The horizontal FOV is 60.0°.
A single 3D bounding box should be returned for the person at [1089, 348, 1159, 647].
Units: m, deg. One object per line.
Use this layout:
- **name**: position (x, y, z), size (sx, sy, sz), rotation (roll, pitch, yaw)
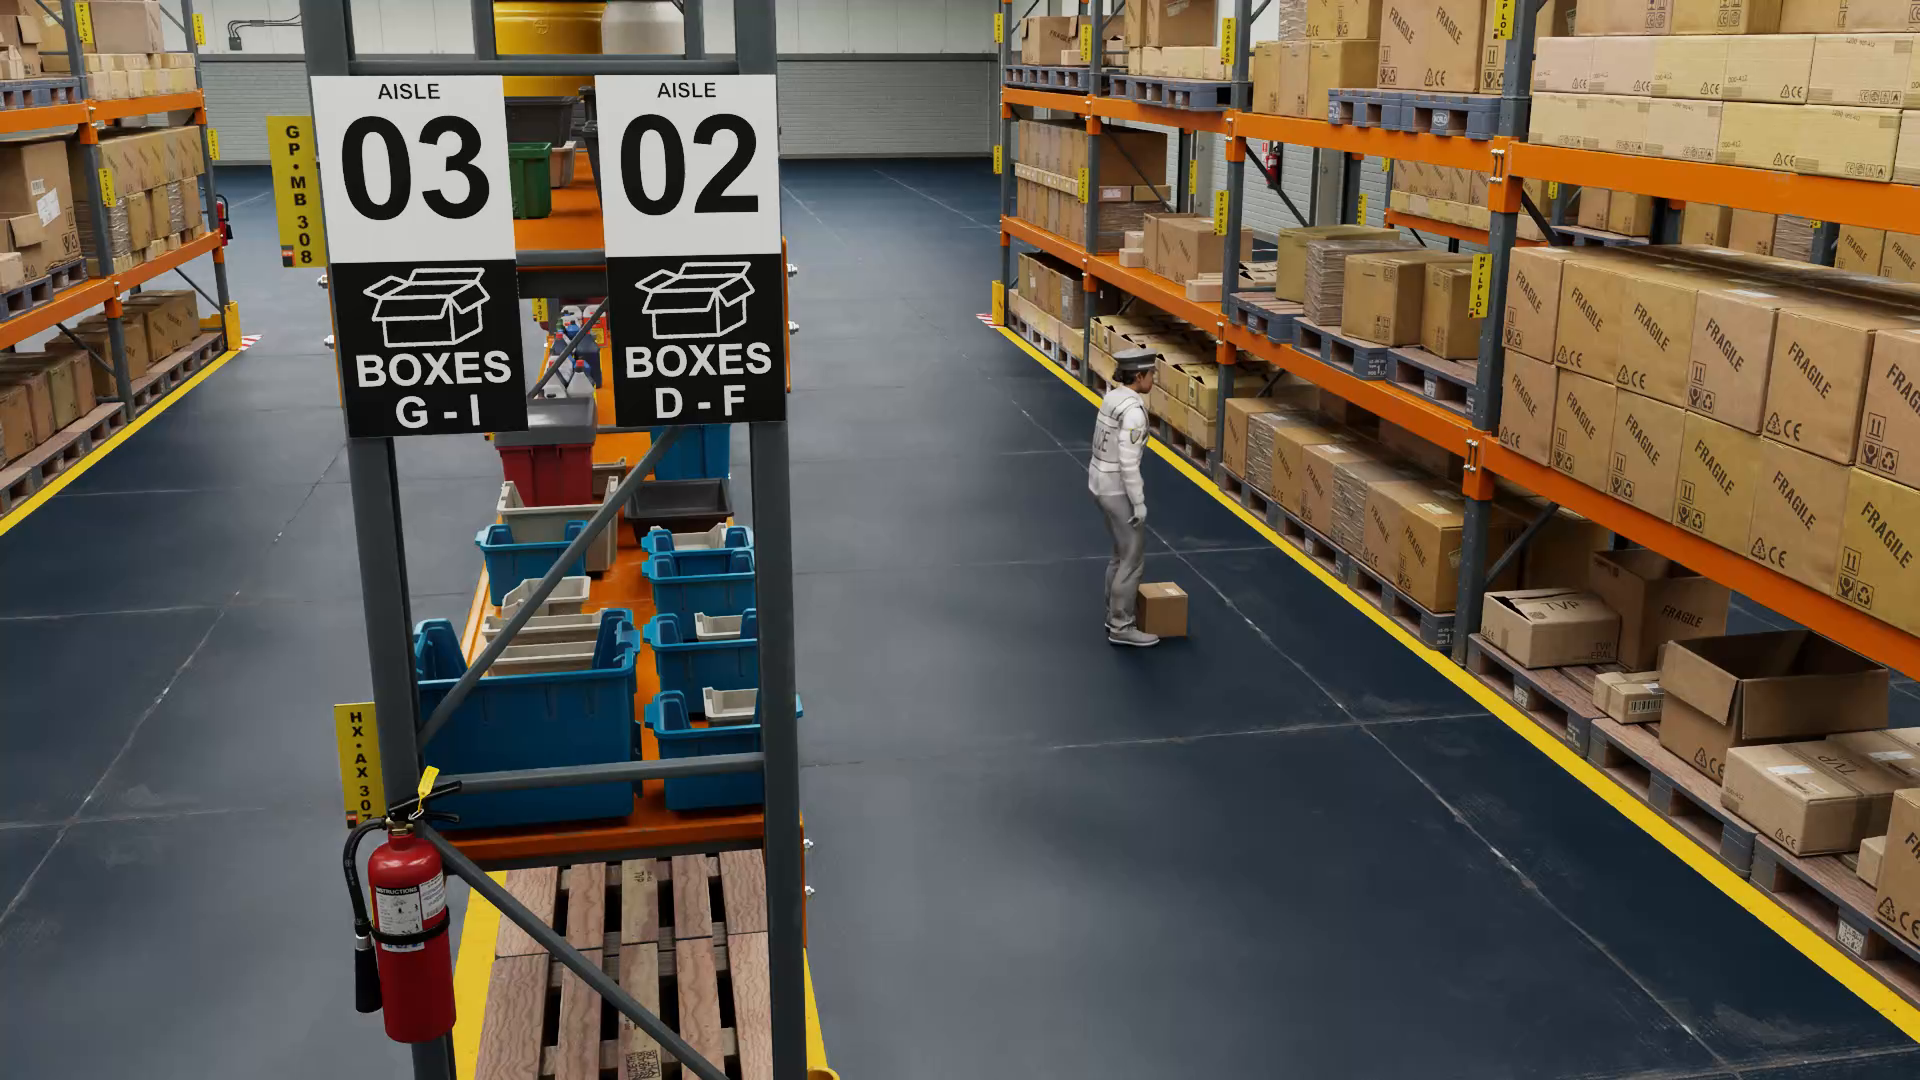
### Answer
- **person**: position (0.940, -0.254, 9.391), size (0.407, 1.663, 0.528), rotation (-3, 17, -10)
